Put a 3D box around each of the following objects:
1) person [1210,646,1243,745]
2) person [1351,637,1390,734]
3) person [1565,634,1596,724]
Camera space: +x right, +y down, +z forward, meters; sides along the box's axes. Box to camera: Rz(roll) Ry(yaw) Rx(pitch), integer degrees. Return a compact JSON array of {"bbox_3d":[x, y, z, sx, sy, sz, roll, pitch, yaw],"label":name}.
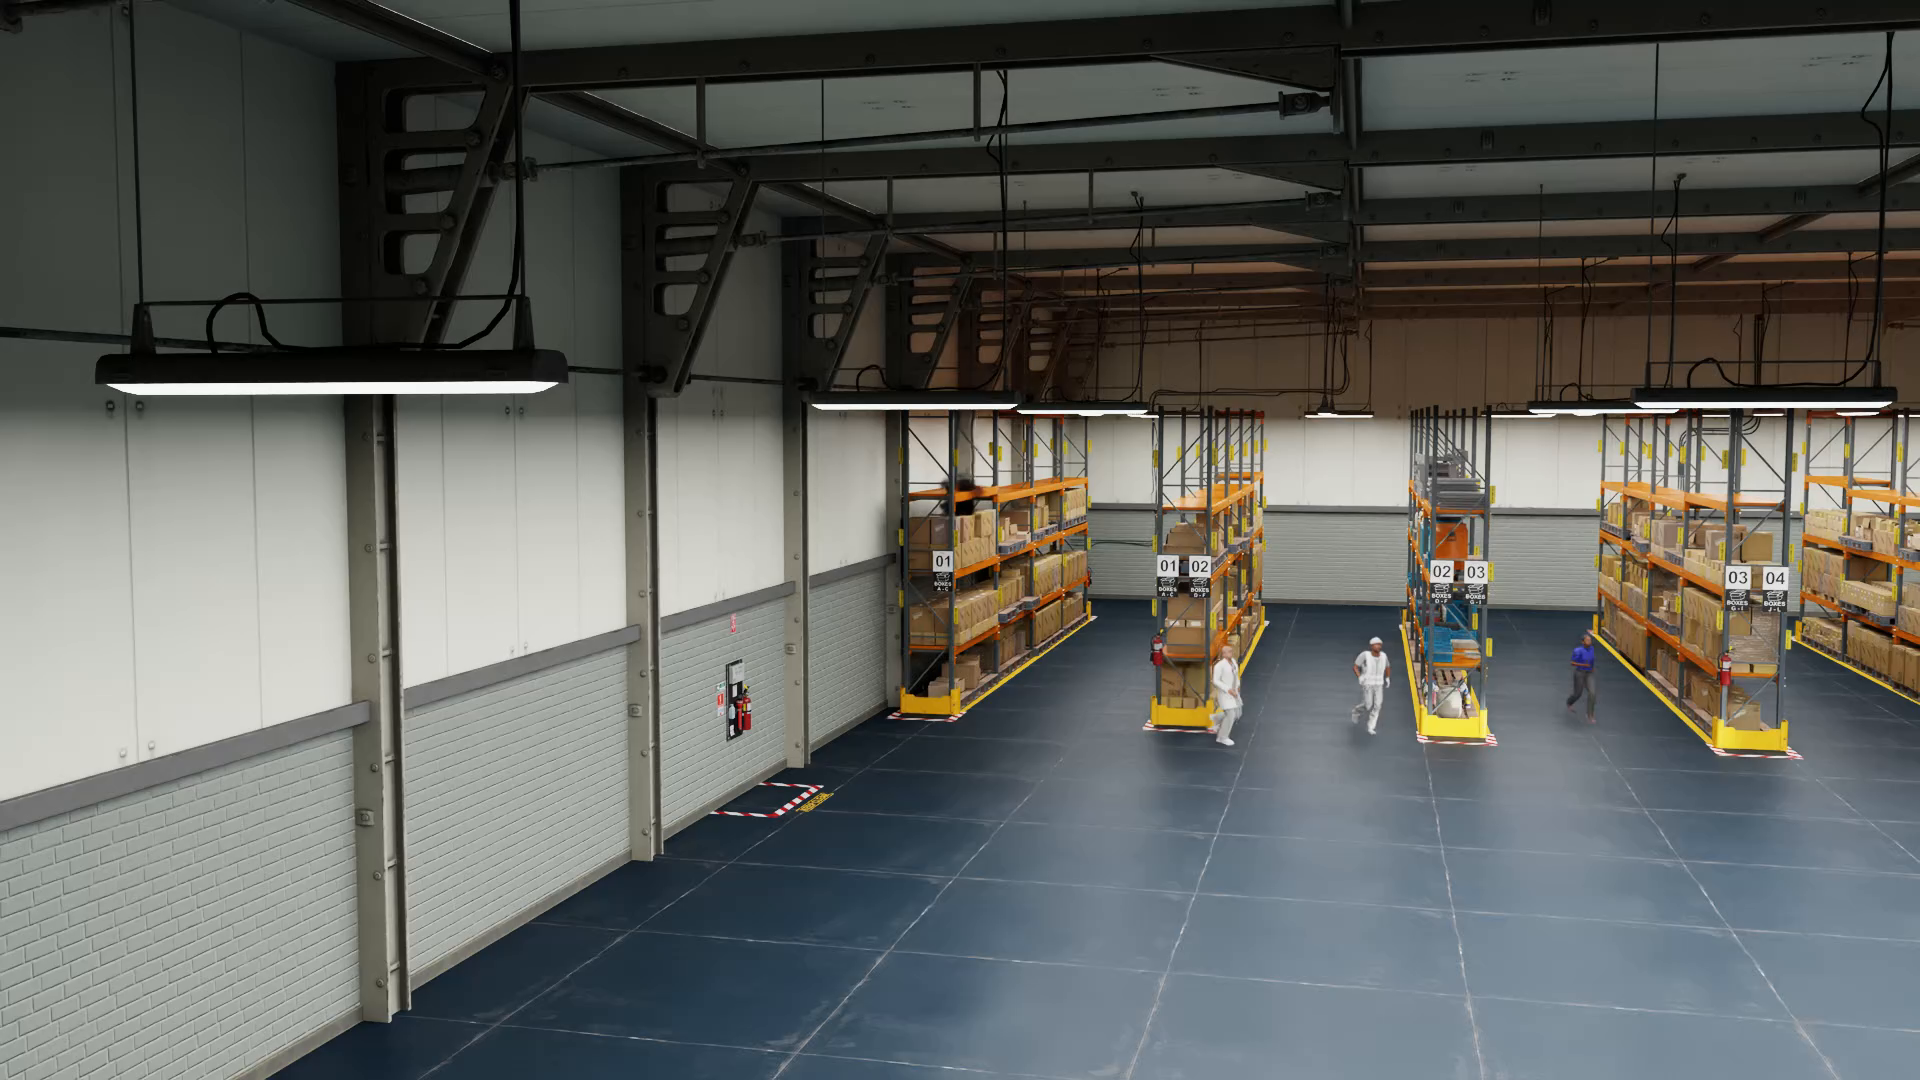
[{"bbox_3d":[4.694,2.729,29.346,0.731,1.750,0.711,-4,6,-44],"label":"person"},{"bbox_3d":[7.611,2.669,30.709,0.713,1.767,0.643,-1,4,-14],"label":"person"},{"bbox_3d":[11.921,2.652,31.856,0.593,1.671,0.913,-1,4,-11],"label":"person"}]
